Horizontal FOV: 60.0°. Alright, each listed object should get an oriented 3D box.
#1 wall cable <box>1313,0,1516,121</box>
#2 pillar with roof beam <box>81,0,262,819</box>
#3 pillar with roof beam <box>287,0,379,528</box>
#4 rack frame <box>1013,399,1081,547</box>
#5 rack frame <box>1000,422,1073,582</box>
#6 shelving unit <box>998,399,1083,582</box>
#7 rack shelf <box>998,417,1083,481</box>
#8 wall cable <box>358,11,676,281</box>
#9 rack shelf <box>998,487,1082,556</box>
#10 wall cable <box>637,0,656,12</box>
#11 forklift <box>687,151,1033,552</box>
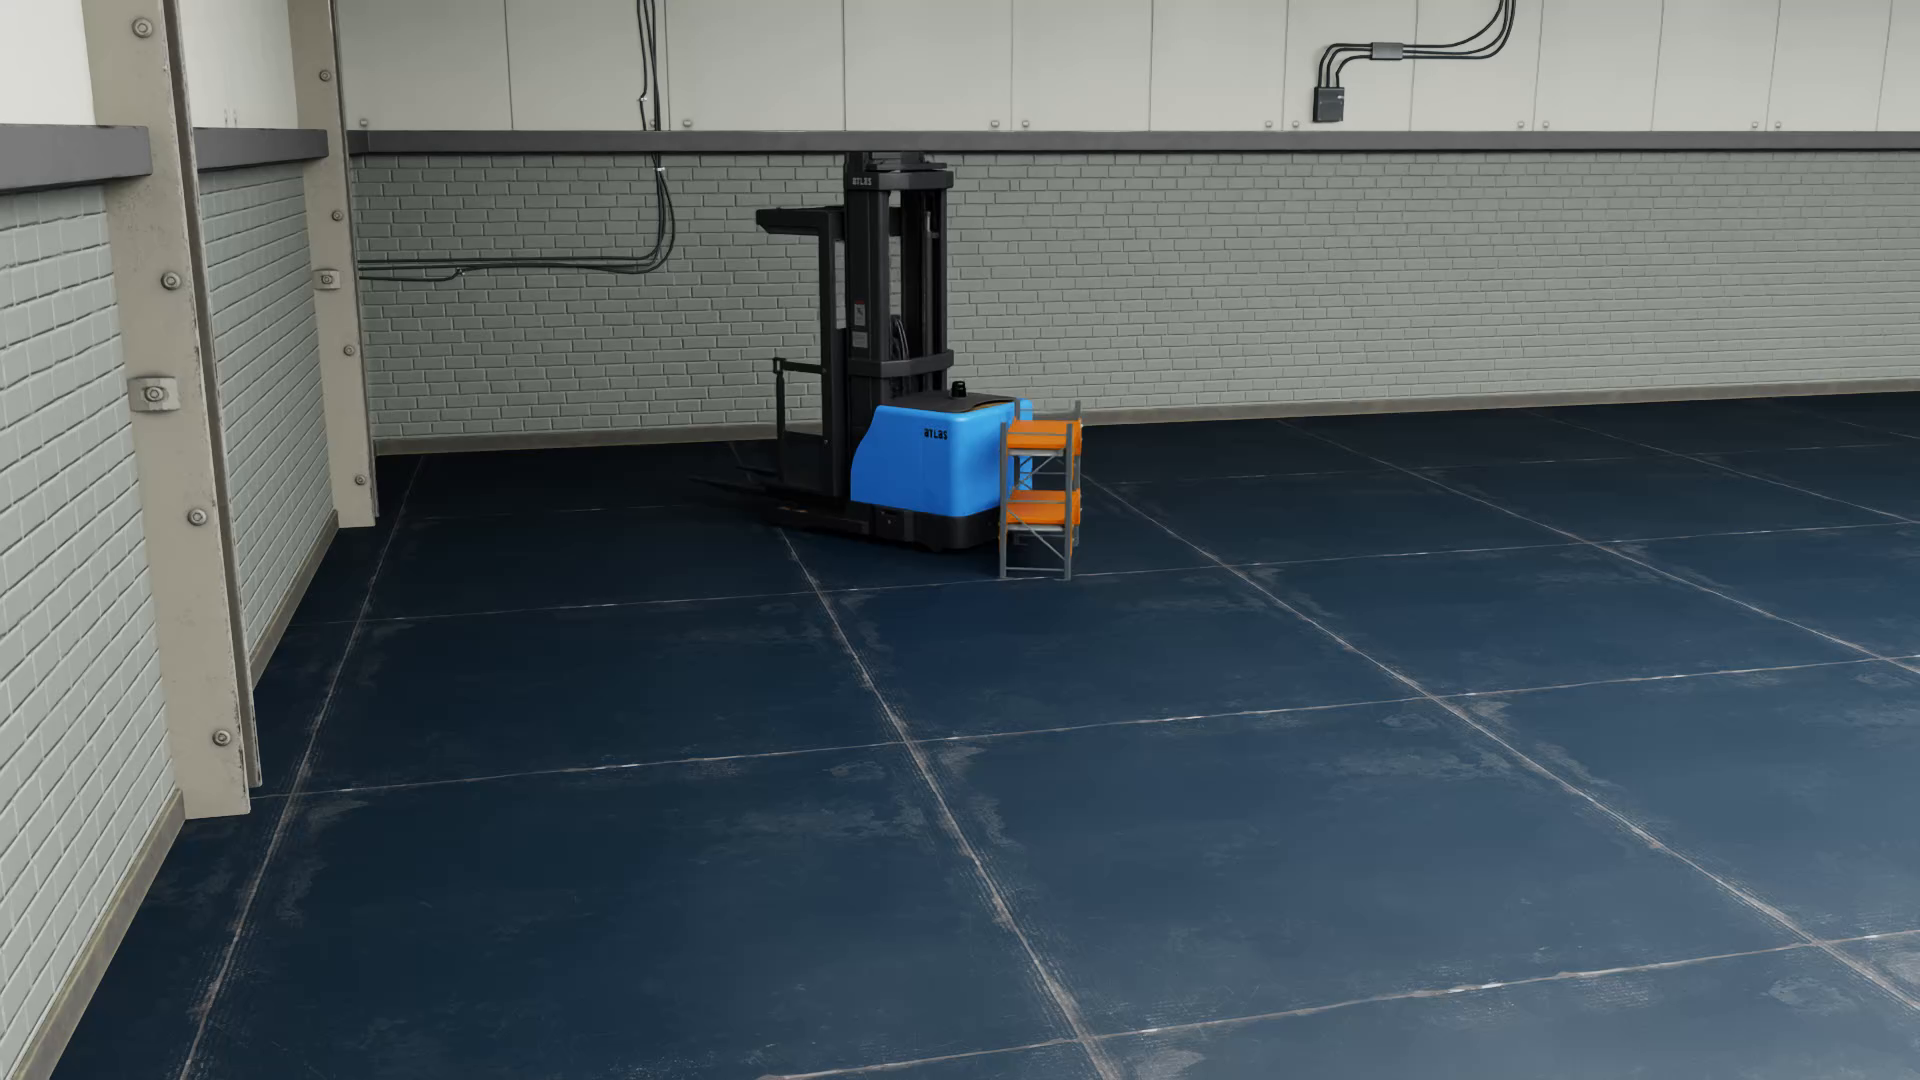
[{"bbox_3d":[4.915,-7.452,17.304,2.305,6.003,0.169,-3,14,-13],"label":"wall cable"},{"bbox_3d":[0.684,-3.377,7.789,9.100,9.000,0.400,-3,14,-13],"label":"pillar with roof beam"},{"bbox_3d":[-0.725,-4.761,13.455,9.100,9.000,0.400,-3,14,-13],"label":"pillar with roof beam"},{"bbox_3d":[0.659,-0.503,12.615,0.500,1.125,0.032,2,14,7],"label":"rack frame"},{"bbox_3d":[0.531,-0.263,11.635,0.500,1.125,0.032,2,14,7],"label":"rack frame"},{"bbox_3d":[0.595,-0.383,12.125,0.538,1.125,1.048,2,14,7],"label":"shelving unit"},{"bbox_3d":[0.595,-0.667,12.056,0.538,0.278,1.000,2,14,7],"label":"rack shelf"},{"bbox_3d":[-4.316,-3.766,15.925,3.097,2.526,0.112,-3,14,-13],"label":"wall cable"},{"bbox_3d":[0.595,-0.146,12.183,0.538,0.278,1.000,2,14,7],"label":"rack shelf"},{"bbox_3d":[-1.687,-6.370,15.943,3.097,2.526,0.112,-3,14,-13],"label":"wall cable"},{"bbox_3d":[-0.911,-1.589,13.257,3.031,2.935,1.130,10,17,35],"label":"forklift"}]
